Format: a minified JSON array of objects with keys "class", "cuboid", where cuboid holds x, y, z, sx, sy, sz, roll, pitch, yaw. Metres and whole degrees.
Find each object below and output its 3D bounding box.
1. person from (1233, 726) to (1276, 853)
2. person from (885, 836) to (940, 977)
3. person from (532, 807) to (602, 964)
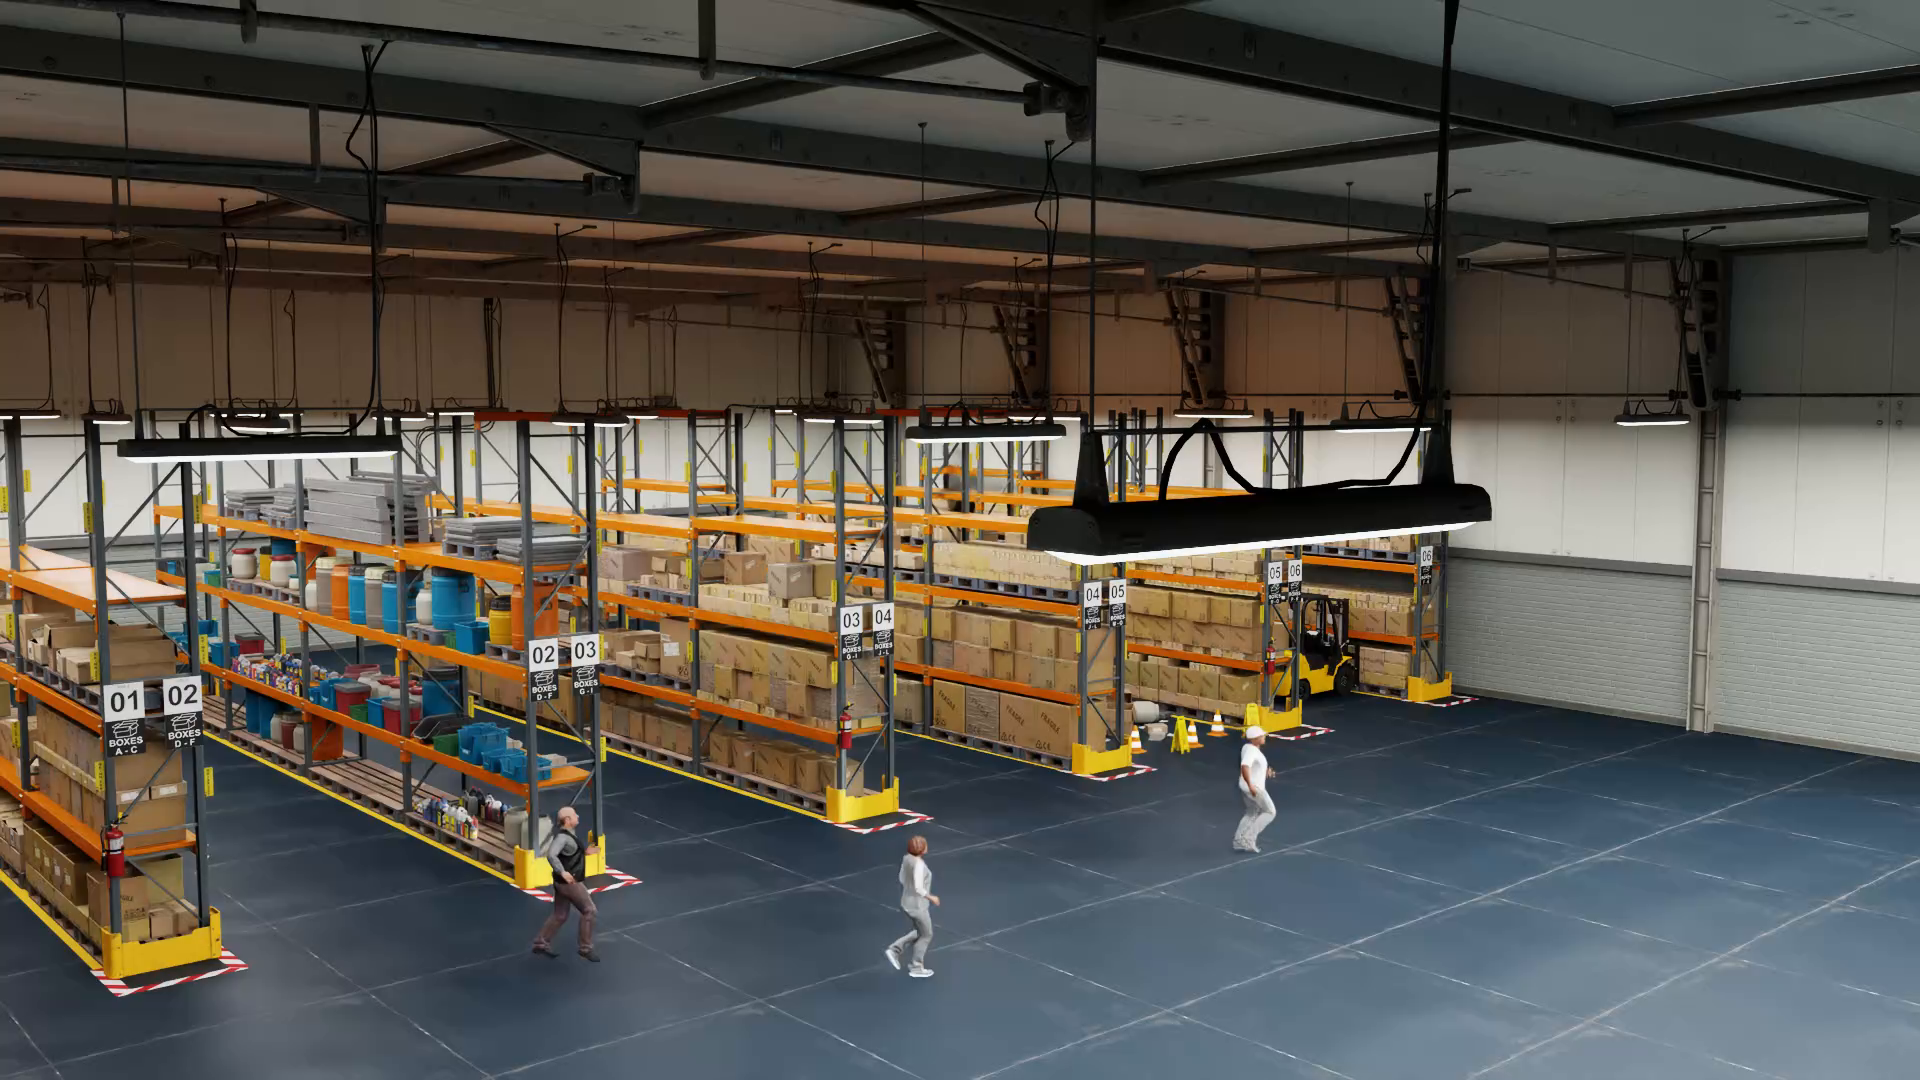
[{"class":"person","cuboid":[4.100,3.439,23.018,0.653,1.748,0.698,-1,5,-7]},{"class":"person","cuboid":[-0.517,3.982,17.978,0.543,1.553,0.559,-2,5,-21]},{"class":"person","cuboid":[-4.372,3.853,18.506,0.794,1.785,0.641,-2,5,-22]}]
